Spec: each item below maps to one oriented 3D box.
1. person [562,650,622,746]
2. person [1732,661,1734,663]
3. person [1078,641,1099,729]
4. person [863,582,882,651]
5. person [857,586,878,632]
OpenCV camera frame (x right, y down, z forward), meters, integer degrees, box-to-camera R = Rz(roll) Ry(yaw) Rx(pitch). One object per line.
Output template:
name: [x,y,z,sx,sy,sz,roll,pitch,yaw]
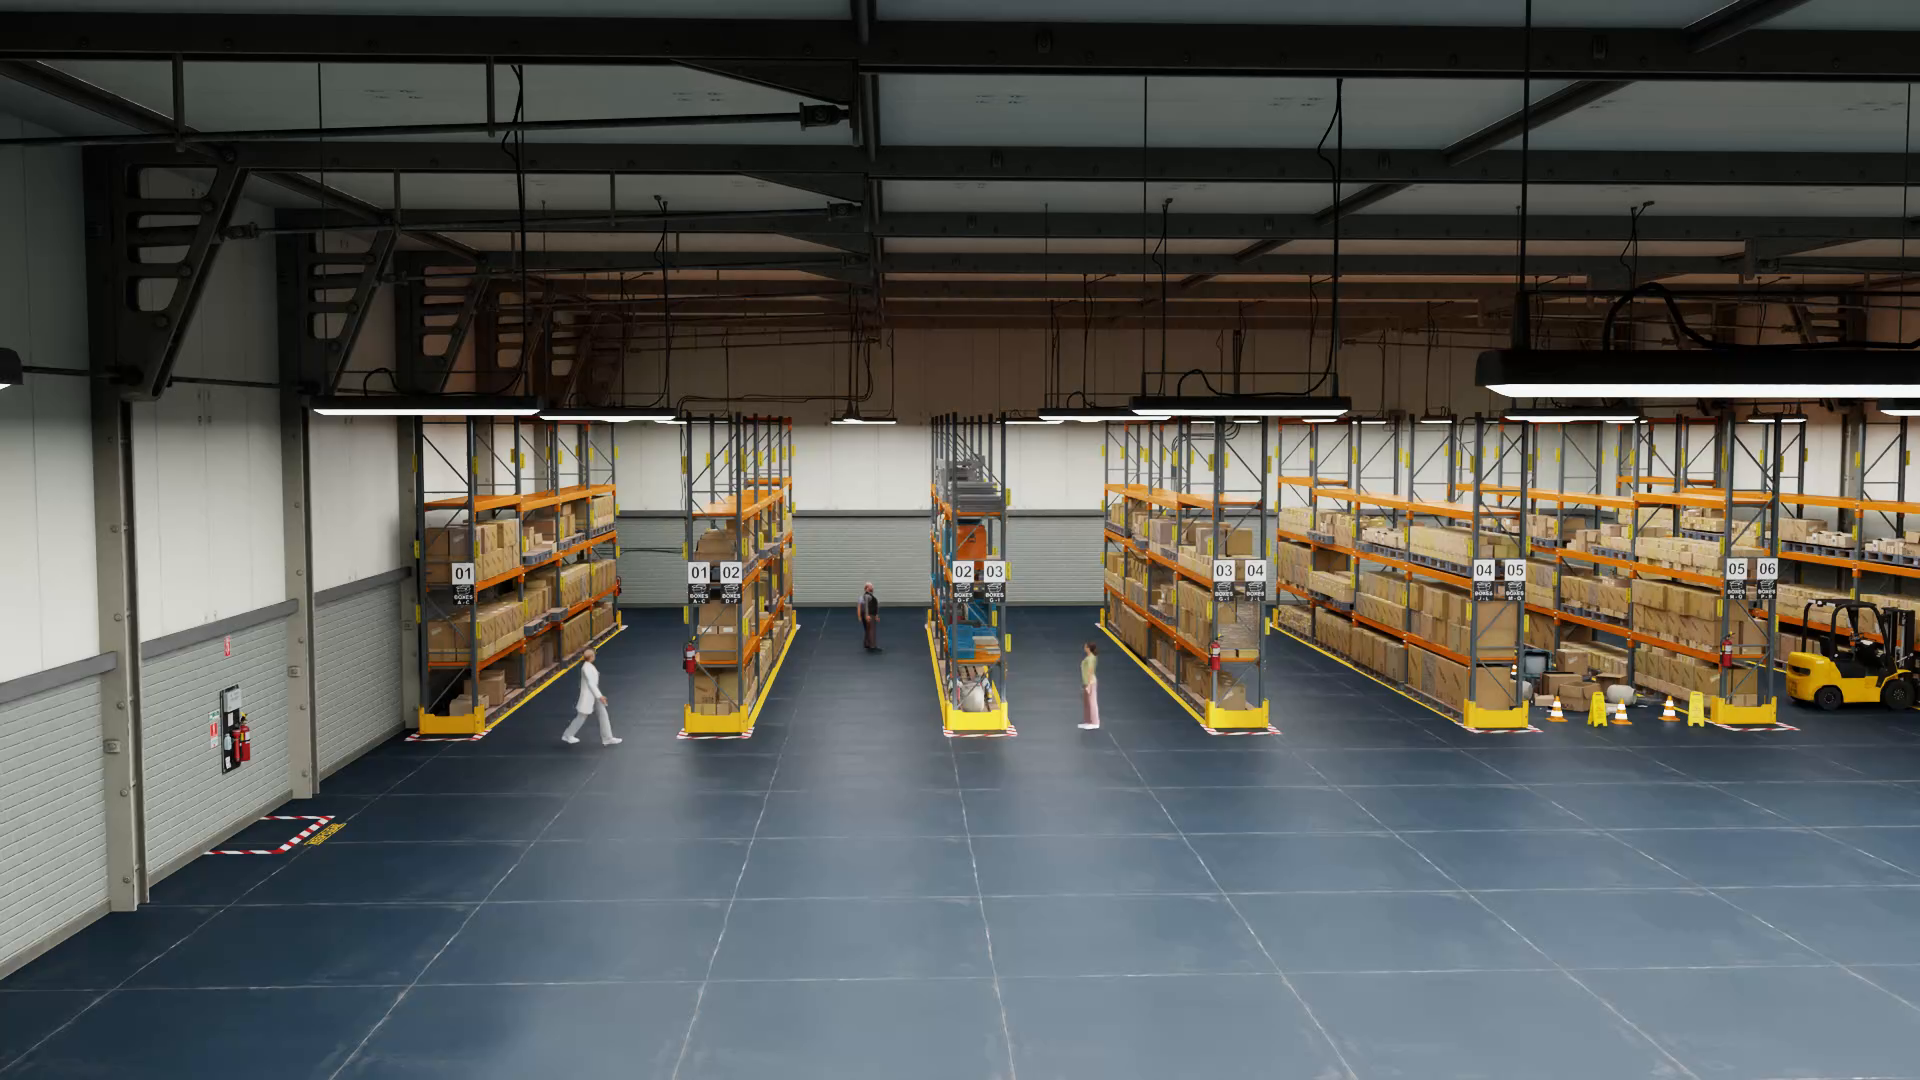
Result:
person: [-6.626,2.830,29.824,1.116,1.736,0.523,1,4,17]
person: [16.617,2.393,35.992,0.608,1.803,0.421,-3,5,-42]
person: [2.452,2.747,31.500,0.367,1.687,0.479,-1,4,-8]
person: [-2.227,1.957,42.608,0.520,1.742,0.576,0,4,6]
person: [-2.409,1.986,43.233,0.486,1.568,1.043,1,4,13]
